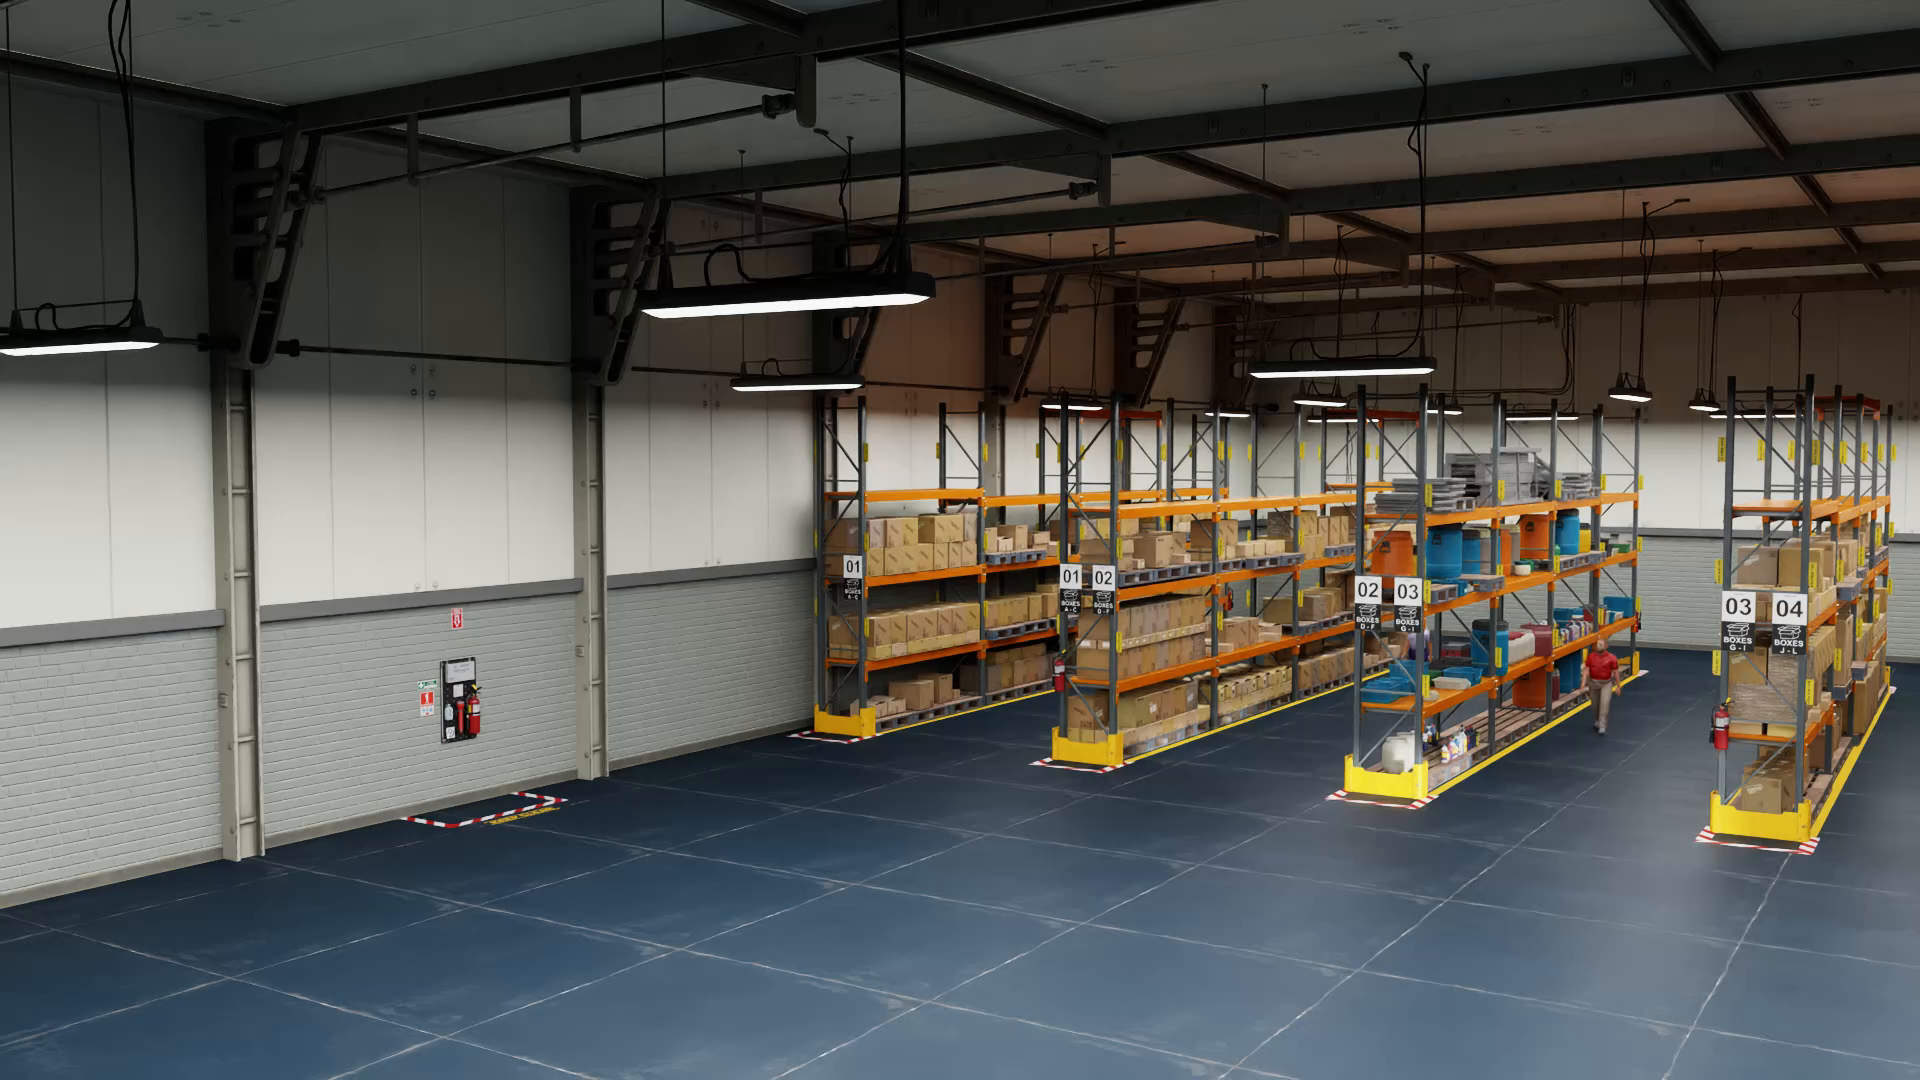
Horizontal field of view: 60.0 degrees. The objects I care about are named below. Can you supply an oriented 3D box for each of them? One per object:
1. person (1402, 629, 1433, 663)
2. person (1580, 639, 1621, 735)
[{"bbox_3d":[9.448,2.379,34.413,0.551,1.590,0.982,2,4,38],"label":"person"},{"bbox_3d":[11.448,2.597,29.711,0.656,1.664,1.099,2,3,29],"label":"person"}]
